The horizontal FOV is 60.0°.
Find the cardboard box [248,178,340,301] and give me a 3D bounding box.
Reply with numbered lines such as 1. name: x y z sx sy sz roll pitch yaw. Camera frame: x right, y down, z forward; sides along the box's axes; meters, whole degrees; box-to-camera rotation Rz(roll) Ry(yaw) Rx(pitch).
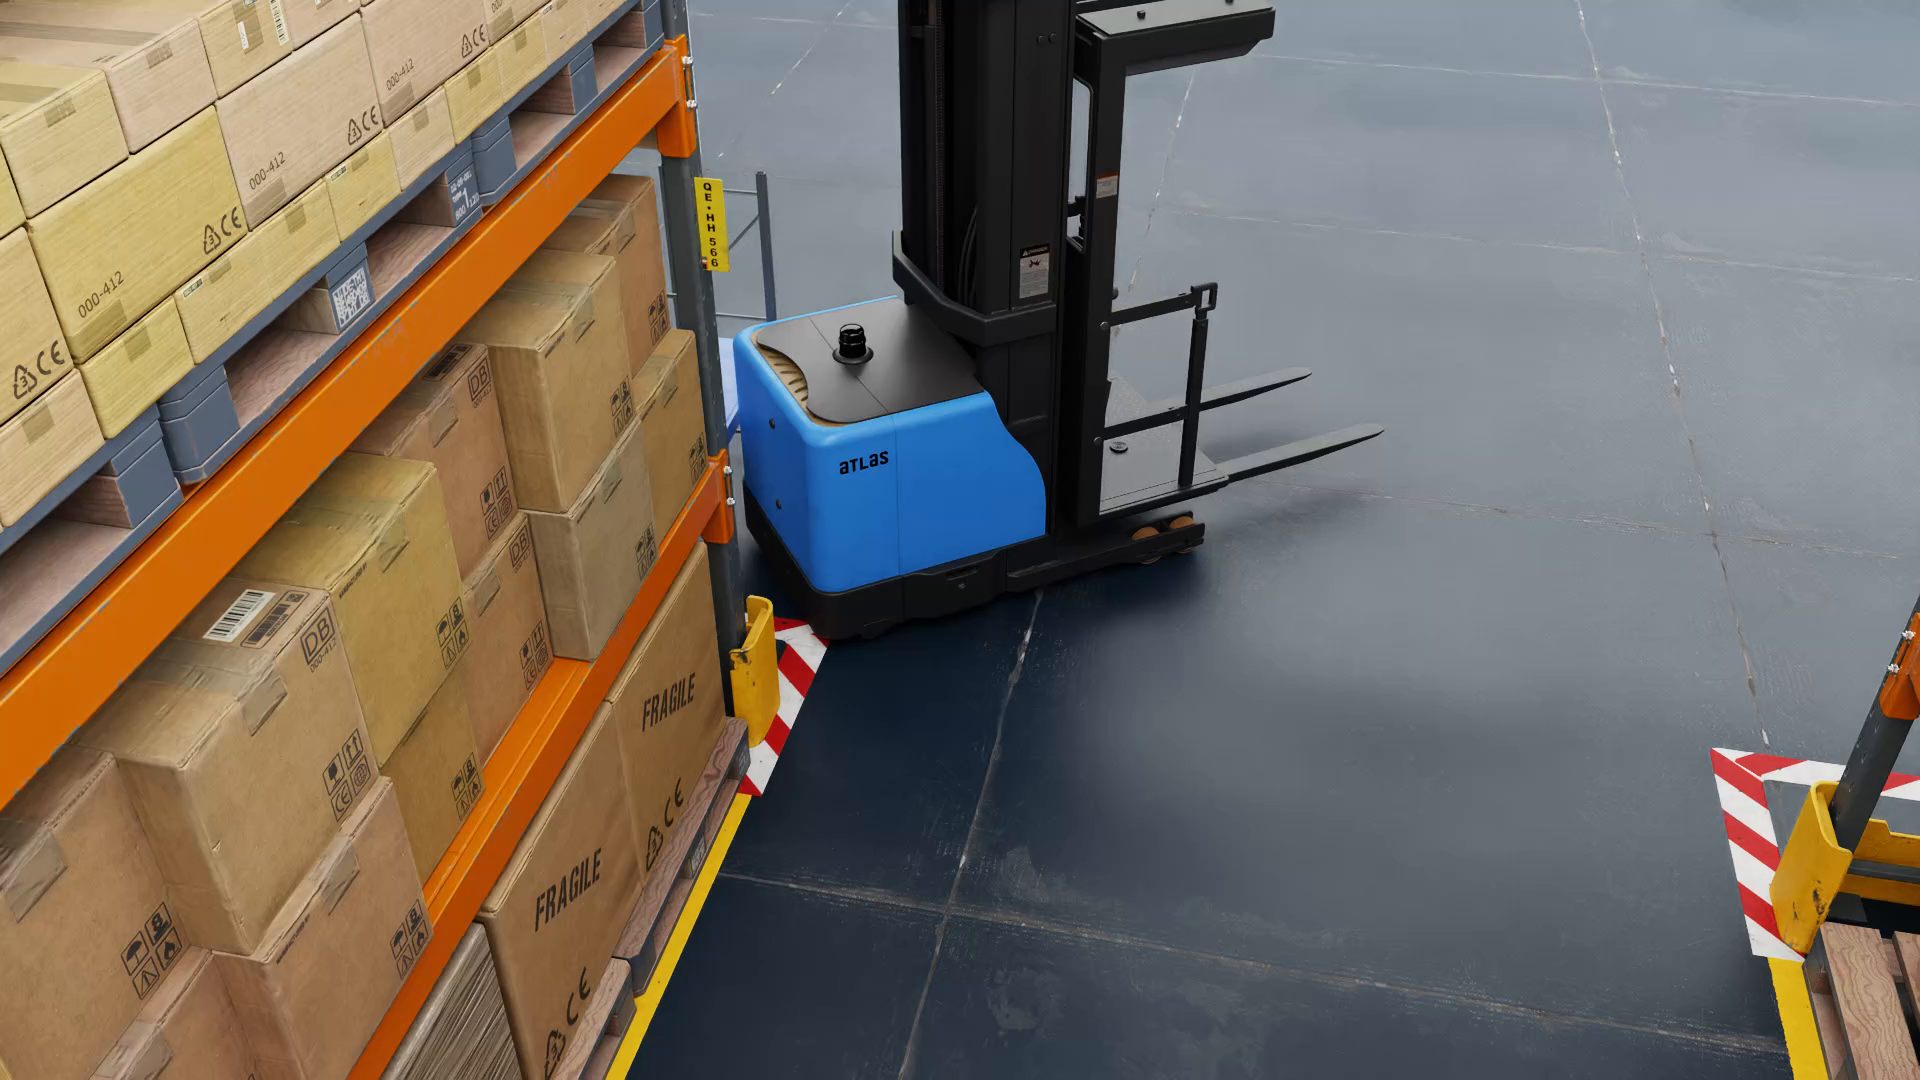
1. cardboard box: -1.457 -0.605 3.244 0.380 0.149 0.250 8 37 11

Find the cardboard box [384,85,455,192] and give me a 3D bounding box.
1. cardboard box: -1.349 -0.899 3.649 0.380 0.149 0.250 8 37 10

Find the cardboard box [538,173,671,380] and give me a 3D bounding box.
1. cardboard box: -1.454 -0.827 5.287 0.875 0.550 0.550 7 37 10

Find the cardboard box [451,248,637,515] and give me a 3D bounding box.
1. cardboard box: -1.482 -0.500 4.836 0.875 0.550 0.550 7 37 10

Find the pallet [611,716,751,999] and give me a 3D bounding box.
1. pallet: -1.432 1.061 6.107 1.003 0.211 1.213 7 37 10

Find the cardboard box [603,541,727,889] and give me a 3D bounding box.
1. cardboard box: -1.418 0.551 5.887 0.875 0.875 0.875 8 37 10

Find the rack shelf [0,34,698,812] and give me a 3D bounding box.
1. rack shelf: -1.764 -0.313 3.683 1.077 0.370 4.000 7 37 10

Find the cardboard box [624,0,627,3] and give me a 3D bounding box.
1. cardboard box: -1.077 -1.627 4.654 0.380 0.149 0.250 7 37 10

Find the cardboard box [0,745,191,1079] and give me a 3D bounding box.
1. cardboard box: -2.075 0.721 3.151 0.875 0.550 0.550 7 37 10

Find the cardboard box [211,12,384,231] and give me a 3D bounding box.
1. cardboard box: -1.493 -0.843 3.232 0.500 0.250 0.500 8 37 10

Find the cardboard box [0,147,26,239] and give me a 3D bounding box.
1. cardboard box: -1.620 -0.493 2.409 0.380 0.149 0.250 7 36 9

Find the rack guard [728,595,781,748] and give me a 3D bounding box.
1. rack guard: -1.332 0.462 6.687 1.175 0.500 0.348 7 37 10

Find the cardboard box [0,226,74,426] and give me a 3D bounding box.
1. cardboard box: -1.707 -0.263 2.432 0.500 0.250 0.500 7 37 10

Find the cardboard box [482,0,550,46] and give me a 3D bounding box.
1. cardboard box: -1.276 -1.419 4.027 0.500 0.250 0.500 7 37 10

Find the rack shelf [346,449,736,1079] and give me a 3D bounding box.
1. rack shelf: -1.764 0.901 4.564 1.077 0.370 4.000 7 37 10

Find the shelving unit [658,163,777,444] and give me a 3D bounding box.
1. shelving unit: -1.214 -0.775 7.542 0.538 1.500 1.048 6 36 9

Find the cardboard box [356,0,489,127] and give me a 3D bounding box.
1. cardboard box: -1.385 -1.131 3.630 0.500 0.250 0.500 7 37 10

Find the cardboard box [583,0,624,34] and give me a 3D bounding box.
1. cardboard box: -1.132 -1.483 4.455 0.380 0.149 0.250 8 37 10

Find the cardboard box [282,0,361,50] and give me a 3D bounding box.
1. cardboard box: -1.403 -1.073 3.210 0.380 0.149 0.250 8 37 10

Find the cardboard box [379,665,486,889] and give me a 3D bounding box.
1. cardboard box: -1.783 0.553 4.303 0.875 0.550 0.500 7 37 10

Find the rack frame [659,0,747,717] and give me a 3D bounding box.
1. rack frame: -1.337 -0.537 5.934 1.000 3.000 0.127 7 37 10

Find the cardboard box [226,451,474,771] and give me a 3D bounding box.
1. cardboard box: -1.720 0.124 3.975 0.875 0.550 0.500 7 37 10

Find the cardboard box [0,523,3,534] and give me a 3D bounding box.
1. cardboard box: -1.674 -0.024 2.443 0.380 0.149 0.250 7 37 10

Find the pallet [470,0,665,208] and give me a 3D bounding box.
1. pallet: -1.485 -1.289 4.492 1.003 0.211 1.213 7 37 10

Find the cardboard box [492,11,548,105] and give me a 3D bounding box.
1. cardboard box: -1.241 -1.190 4.051 0.380 0.149 0.250 8 37 10

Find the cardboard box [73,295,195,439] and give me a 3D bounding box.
1. cardboard box: -1.566 -0.317 2.846 0.380 0.149 0.250 7 36 9

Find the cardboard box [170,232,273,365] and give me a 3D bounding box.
1. cardboard box: -1.512 -0.463 3.048 0.380 0.149 0.250 7 37 10

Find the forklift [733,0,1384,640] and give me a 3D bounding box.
1. forklift: 0.563 -1.343 7.105 3.031 2.935 1.130 -15 39 -20

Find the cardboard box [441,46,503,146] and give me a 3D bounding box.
1. cardboard box: -1.295 -1.043 3.848 0.380 0.149 0.250 7 36 9

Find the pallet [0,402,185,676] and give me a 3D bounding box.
1. pallet: -2.007 0.110 2.562 1.003 0.211 1.213 7 37 10

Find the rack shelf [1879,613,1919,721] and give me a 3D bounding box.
1. rack shelf: 3.060 1.581 3.626 1.077 0.370 4.000 7 37 10

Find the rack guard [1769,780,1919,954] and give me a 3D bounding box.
1. rack guard: 3.470 1.199 5.670 1.175 0.500 0.348 7 37 10

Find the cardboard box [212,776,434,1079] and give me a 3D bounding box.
1. cardboard box: -1.799 0.870 3.866 0.875 0.550 0.550 7 37 10

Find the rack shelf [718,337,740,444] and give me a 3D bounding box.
1. rack shelf: -1.214 -0.630 7.647 0.538 0.185 1.000 6 36 9

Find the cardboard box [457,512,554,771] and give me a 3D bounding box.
1. cardboard box: -1.711 0.244 4.729 0.875 0.550 0.550 7 37 10

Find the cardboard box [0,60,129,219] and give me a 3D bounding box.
1. cardboard box: -1.566 -0.641 2.613 0.380 0.149 0.250 8 37 10

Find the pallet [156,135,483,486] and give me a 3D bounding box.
1. pallet: -1.744 -0.587 3.524 1.003 0.211 1.213 7 37 10

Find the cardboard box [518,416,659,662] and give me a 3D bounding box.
1. cardboard box: -1.468 -0.061 5.150 0.875 0.550 0.550 7 37 10

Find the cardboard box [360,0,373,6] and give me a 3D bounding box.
1. cardboard box: -1.350 -1.218 3.410 0.380 0.149 0.250 7 36 9

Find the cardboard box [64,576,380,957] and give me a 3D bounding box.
1. cardboard box: -1.826 0.429 3.554 0.875 0.550 0.550 7 37 10

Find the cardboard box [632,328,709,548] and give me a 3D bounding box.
1. cardboard box: -1.372 -0.379 5.589 0.875 0.550 0.550 7 37 10

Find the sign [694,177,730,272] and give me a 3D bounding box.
1. sign: -0.810 -1.025 5.420 0.100 0.325 0.005 7 37 10

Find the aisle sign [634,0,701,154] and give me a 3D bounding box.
1. aisle sign: -1.029 -1.592 5.176 0.394 0.787 0.004 7 37 10

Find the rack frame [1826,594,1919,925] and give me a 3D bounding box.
1. rack frame: 3.487 0.143 4.997 1.000 3.000 0.127 7 37 10

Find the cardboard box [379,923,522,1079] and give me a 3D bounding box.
1. cardboard box: -1.800 1.578 4.470 0.875 0.875 0.875 8 37 10

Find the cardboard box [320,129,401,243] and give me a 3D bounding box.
1. cardboard box: -1.403 -0.753 3.447 0.380 0.149 0.250 8 37 11

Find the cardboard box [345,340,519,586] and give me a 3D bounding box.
1. cardboard box: -1.734 -0.196 4.416 0.875 0.550 0.550 7 37 10

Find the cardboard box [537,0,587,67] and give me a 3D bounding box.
1. cardboard box: -1.186 -1.335 4.251 0.380 0.149 0.250 8 37 11

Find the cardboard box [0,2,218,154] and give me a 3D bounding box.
1. cardboard box: -1.511 -0.786 2.813 0.380 0.149 0.250 7 37 10

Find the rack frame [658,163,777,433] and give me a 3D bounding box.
1. rack frame: -1.119 -1.068 7.946 0.500 1.500 0.032 6 36 9

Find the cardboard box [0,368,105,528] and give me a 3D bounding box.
1. cardboard box: -1.620 -0.168 2.641 0.380 0.149 0.250 7 36 9

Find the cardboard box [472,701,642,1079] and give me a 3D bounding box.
1. cardboard box: -1.603 1.055 5.191 0.875 0.875 0.875 7 36 9

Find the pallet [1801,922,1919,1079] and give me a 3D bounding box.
1. pallet: 3.262 1.777 5.118 1.003 0.211 1.213 7 37 10

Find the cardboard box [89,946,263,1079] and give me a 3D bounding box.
1. cardboard box: -2.029 1.165 3.459 0.875 0.550 0.550 7 37 10

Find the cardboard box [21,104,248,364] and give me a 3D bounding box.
1. cardboard box: -1.600 -0.552 2.831 0.500 0.250 0.500 7 37 9

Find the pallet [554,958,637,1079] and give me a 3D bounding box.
1. pallet: -1.694 1.758 5.145 1.003 0.211 1.213 7 37 10

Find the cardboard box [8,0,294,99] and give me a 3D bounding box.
1. cardboard box: -1.457 -0.928 3.010 0.380 0.149 0.250 7 37 10

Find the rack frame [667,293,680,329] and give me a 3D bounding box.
1. rack frame: -1.308 -0.482 7.137 0.500 1.500 0.032 6 36 9
